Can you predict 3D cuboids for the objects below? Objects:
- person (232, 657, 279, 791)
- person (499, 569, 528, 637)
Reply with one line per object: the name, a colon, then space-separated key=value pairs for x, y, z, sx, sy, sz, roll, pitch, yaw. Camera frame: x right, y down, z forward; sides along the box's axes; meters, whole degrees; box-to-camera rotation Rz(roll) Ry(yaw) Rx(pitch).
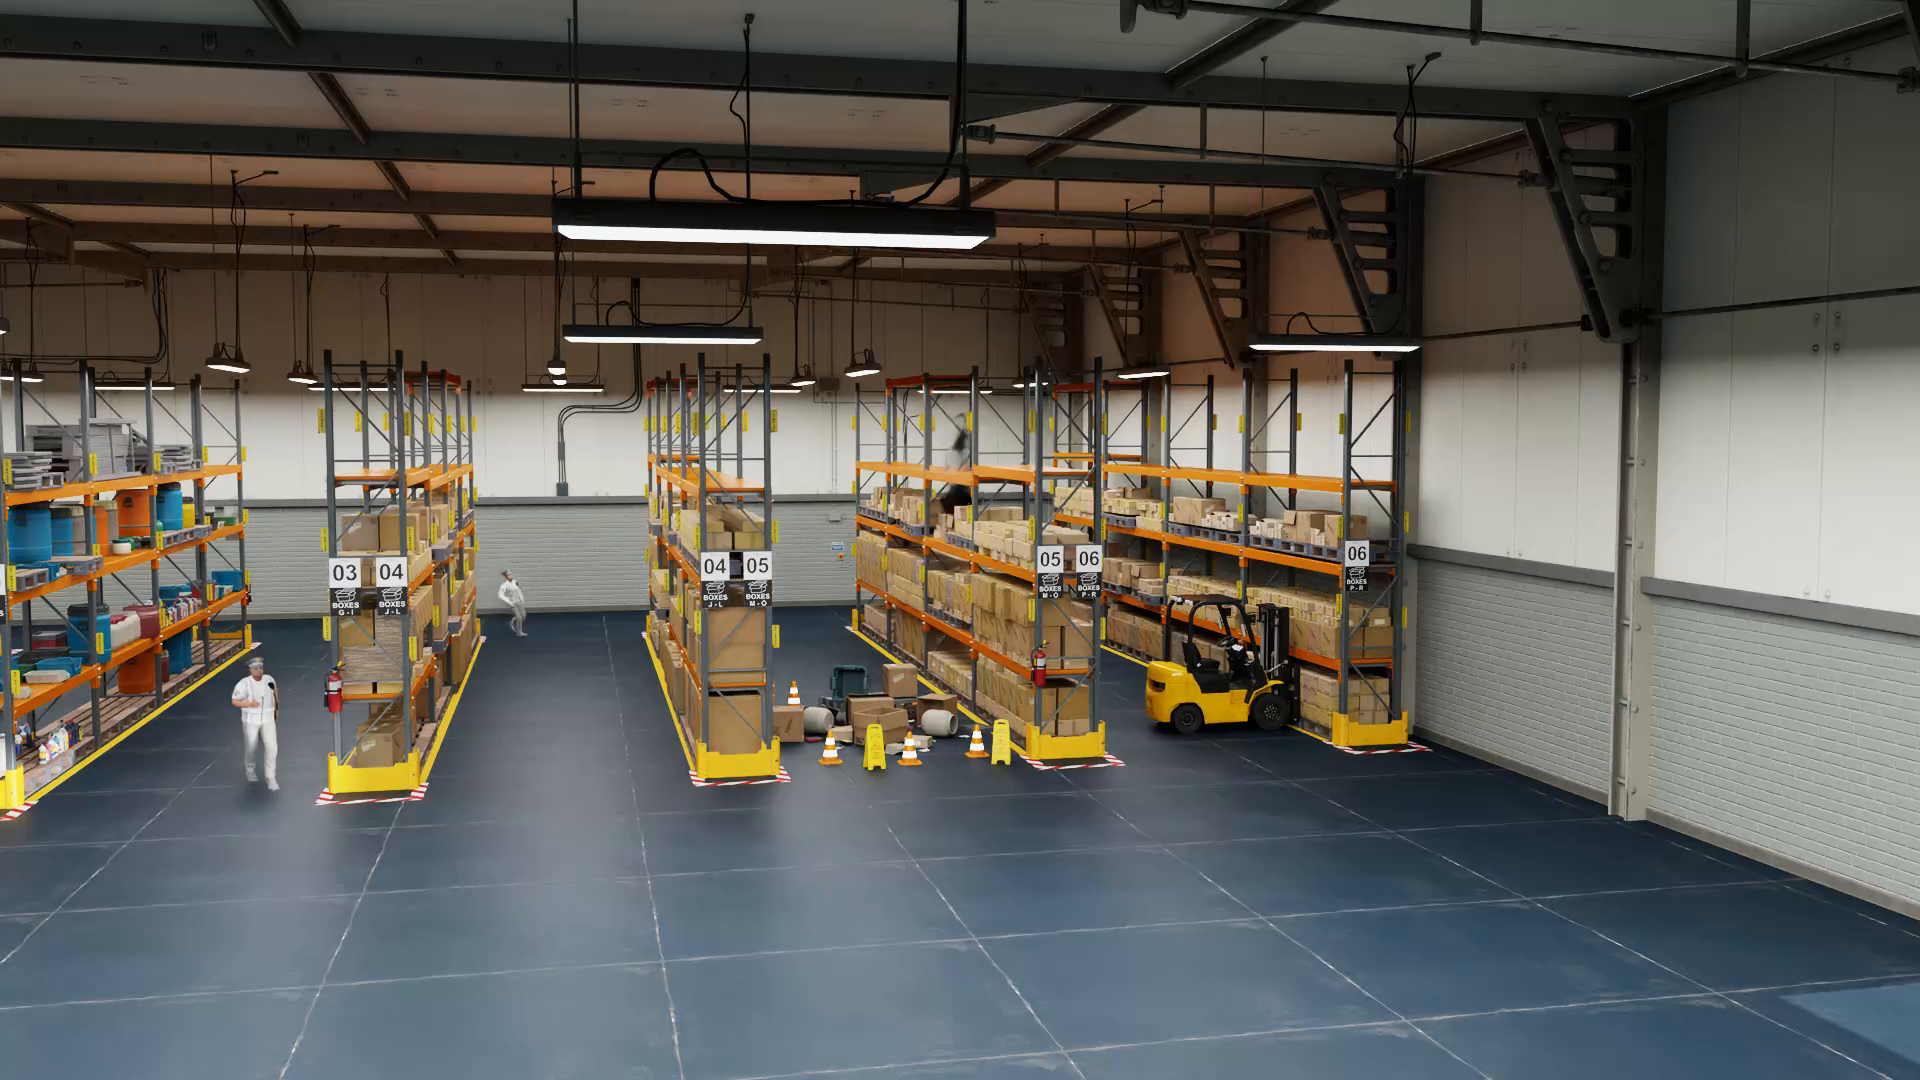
person: x=-9.703 y=2.521 z=22.945 sx=0.644 sy=1.835 sz=0.826 roll=-3 pitch=5 yaw=-34
person: x=-10.548 y=1.480 z=39.073 sx=0.525 sy=1.609 sz=0.672 roll=2 pitch=4 yaw=27
